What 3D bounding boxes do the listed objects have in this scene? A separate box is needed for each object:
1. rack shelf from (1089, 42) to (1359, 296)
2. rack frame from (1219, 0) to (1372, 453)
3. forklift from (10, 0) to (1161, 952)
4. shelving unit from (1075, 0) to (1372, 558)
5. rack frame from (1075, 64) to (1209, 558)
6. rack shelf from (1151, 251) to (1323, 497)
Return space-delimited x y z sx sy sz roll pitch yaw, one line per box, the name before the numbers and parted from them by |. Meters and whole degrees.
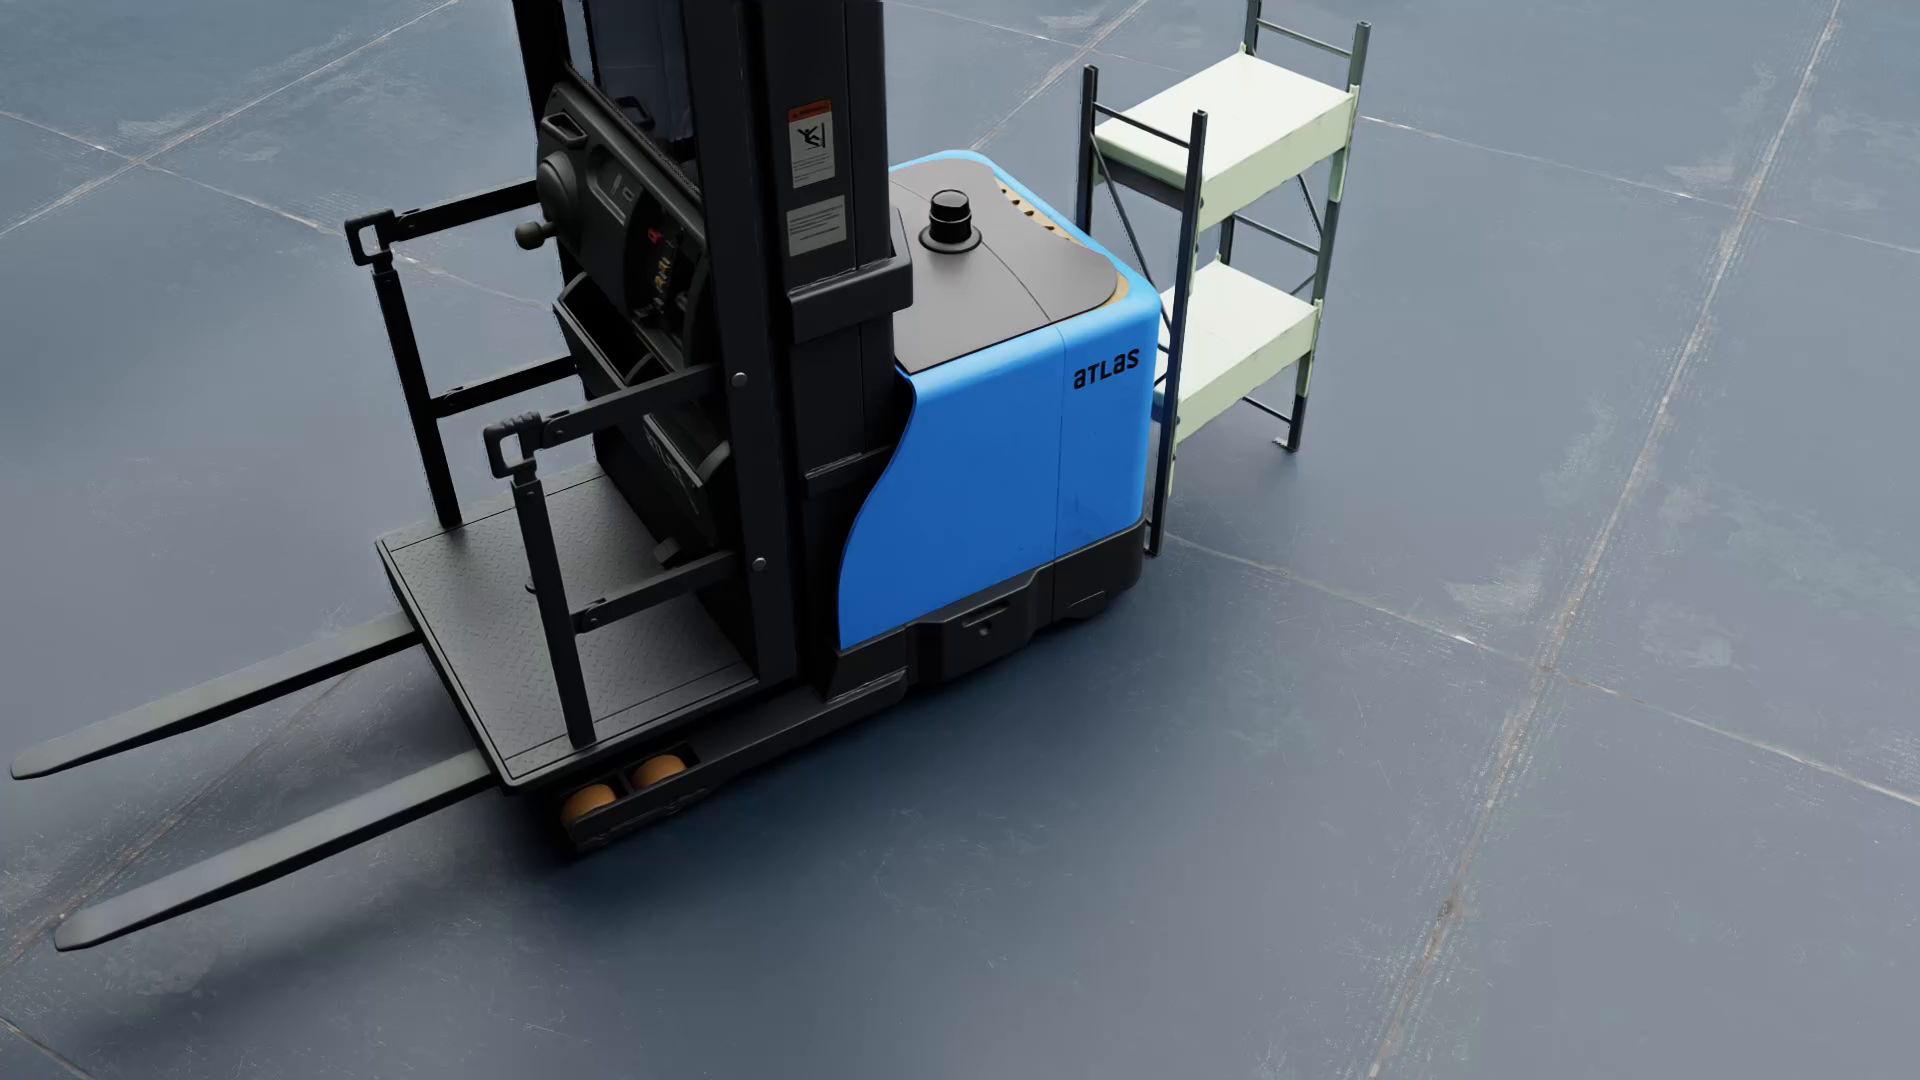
rack shelf | 0.734 -1.072 4.741 0.431 0.370 0.720 33 51 32
rack frame | 0.989 -0.952 5.196 0.400 1.500 0.023 33 51 32
forklift | -0.974 -0.699 3.826 3.031 2.935 1.130 -22 46 -23
shelving unit | 0.734 -0.779 4.999 0.431 1.500 0.755 33 51 32
rack frame | 0.479 -0.605 4.802 0.400 1.500 0.023 33 51 32
rack shelf | 0.734 -0.534 5.215 0.431 0.370 0.720 33 51 32
